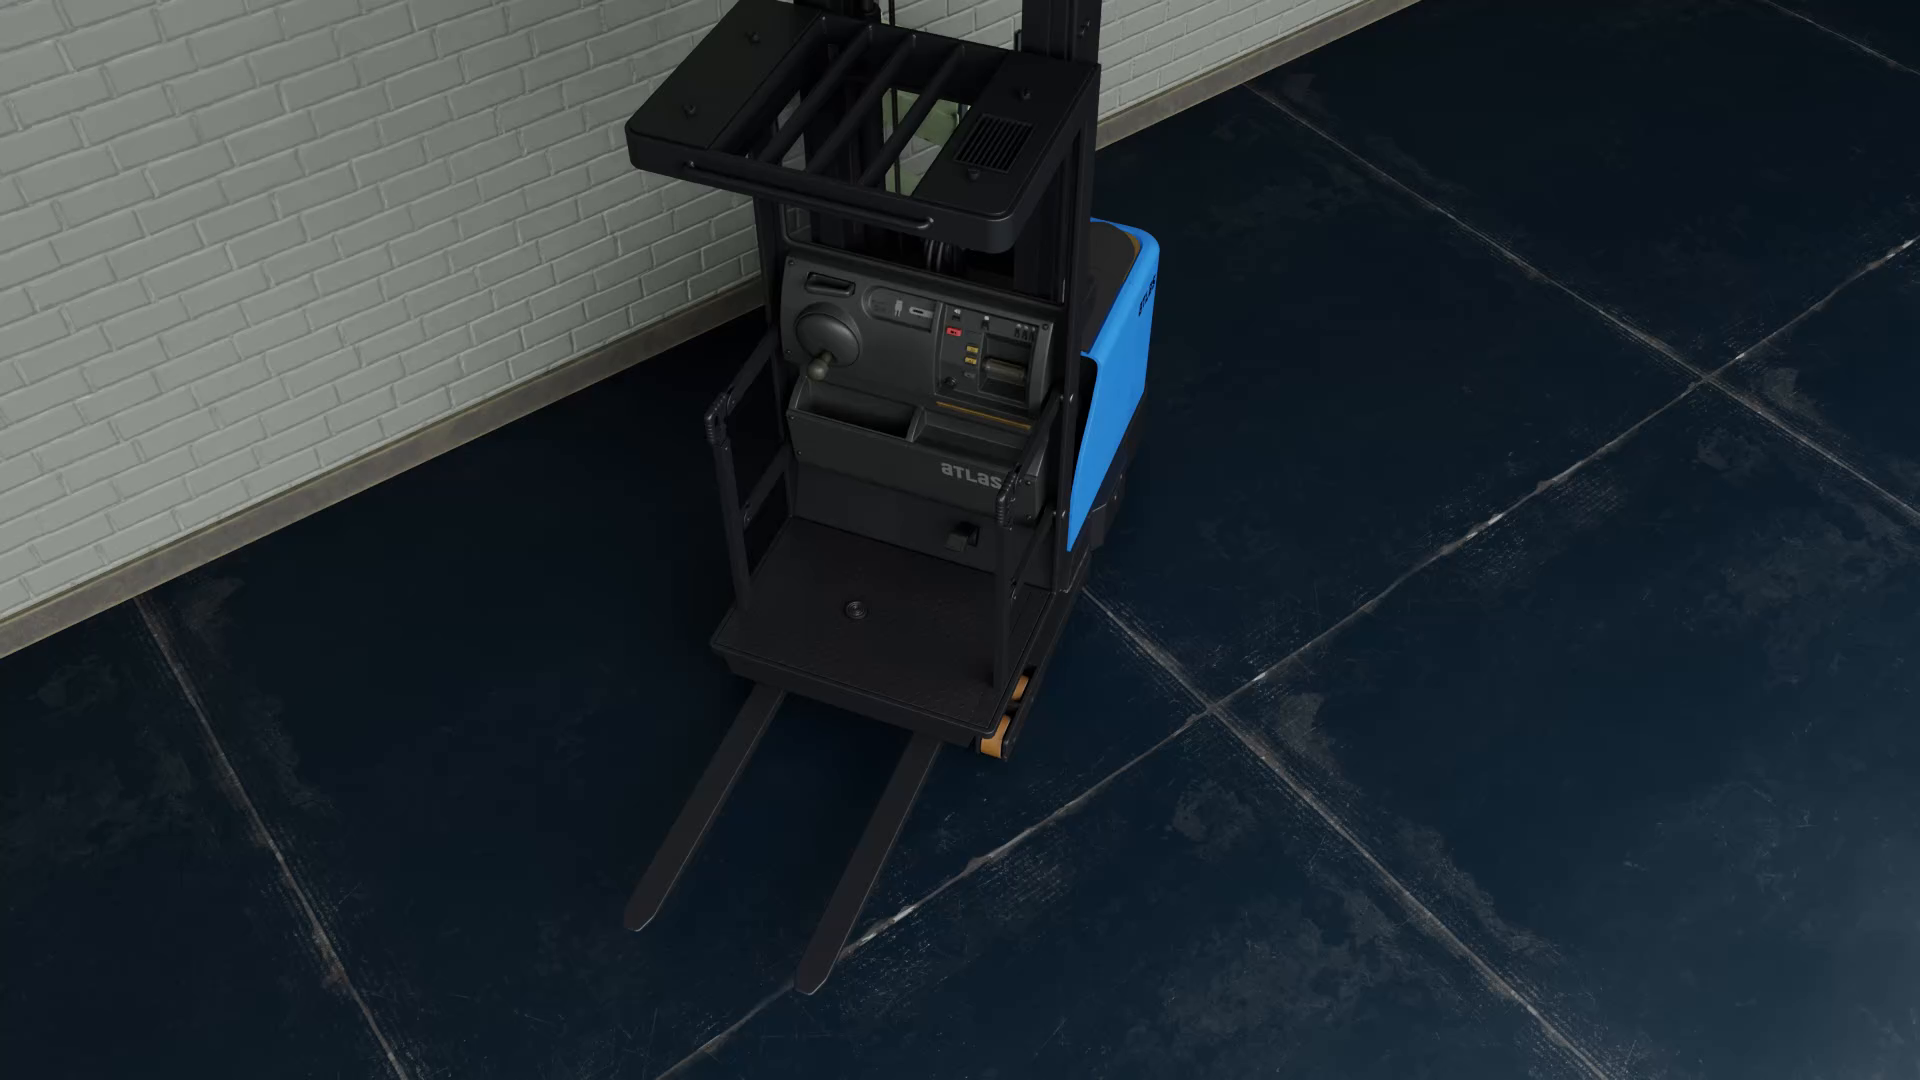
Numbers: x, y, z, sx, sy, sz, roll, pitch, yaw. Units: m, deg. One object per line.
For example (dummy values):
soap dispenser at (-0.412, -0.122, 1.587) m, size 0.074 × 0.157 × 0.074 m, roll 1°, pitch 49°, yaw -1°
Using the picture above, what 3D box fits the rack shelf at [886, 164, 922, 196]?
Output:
rack shelf at (-0.172, -1.330, 7.382) m, size 0.720 × 0.370 × 0.431 m, roll 29°, pitch 54°, yaw 24°

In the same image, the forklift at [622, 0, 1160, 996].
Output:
forklift at (-0.225, -0.554, 5.273) m, size 1.130 × 2.935 × 3.031 m, roll 16°, pitch 50°, yaw 14°

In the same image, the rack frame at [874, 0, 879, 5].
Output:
rack frame at (-0.465, -1.711, 7.288) m, size 0.023 × 1.500 × 0.400 m, roll 29°, pitch 54°, yaw 24°

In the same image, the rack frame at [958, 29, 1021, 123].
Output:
rack frame at (0.122, -1.387, 6.994) m, size 0.023 × 1.500 × 0.400 m, roll 29°, pitch 54°, yaw 24°

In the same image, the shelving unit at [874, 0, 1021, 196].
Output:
shelving unit at (-0.172, -1.549, 7.141) m, size 0.755 × 1.500 × 0.431 m, roll 29°, pitch 54°, yaw 24°

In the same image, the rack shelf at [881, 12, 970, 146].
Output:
rack shelf at (-0.172, -1.811, 6.852) m, size 0.720 × 0.370 × 0.431 m, roll 29°, pitch 54°, yaw 24°
